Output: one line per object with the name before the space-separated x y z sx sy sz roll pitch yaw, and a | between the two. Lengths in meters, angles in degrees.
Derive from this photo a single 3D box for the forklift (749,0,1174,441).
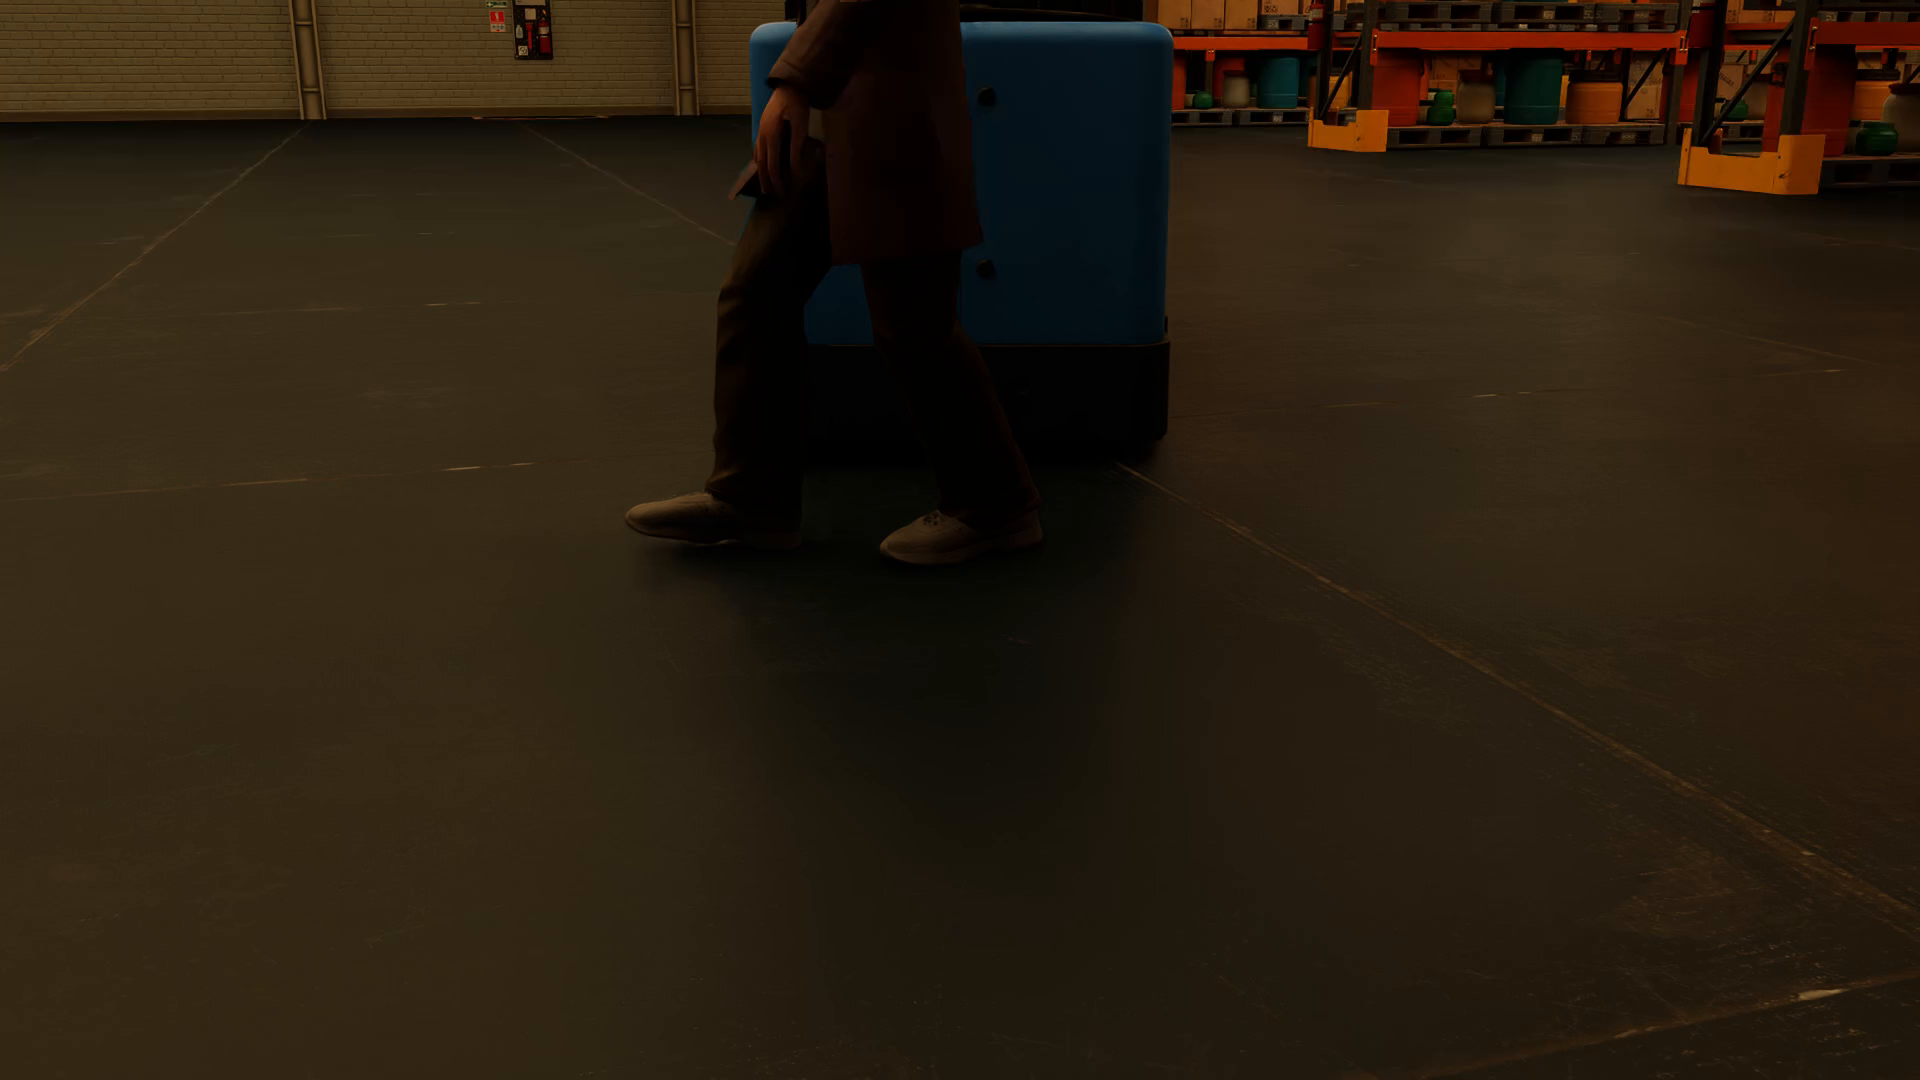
forklift | 0.012 -2.011 5.223 1.130 2.935 3.031 0 16 0

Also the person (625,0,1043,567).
person | -0.247 -0.802 3.232 0.825 1.737 0.722 -7 18 -24
